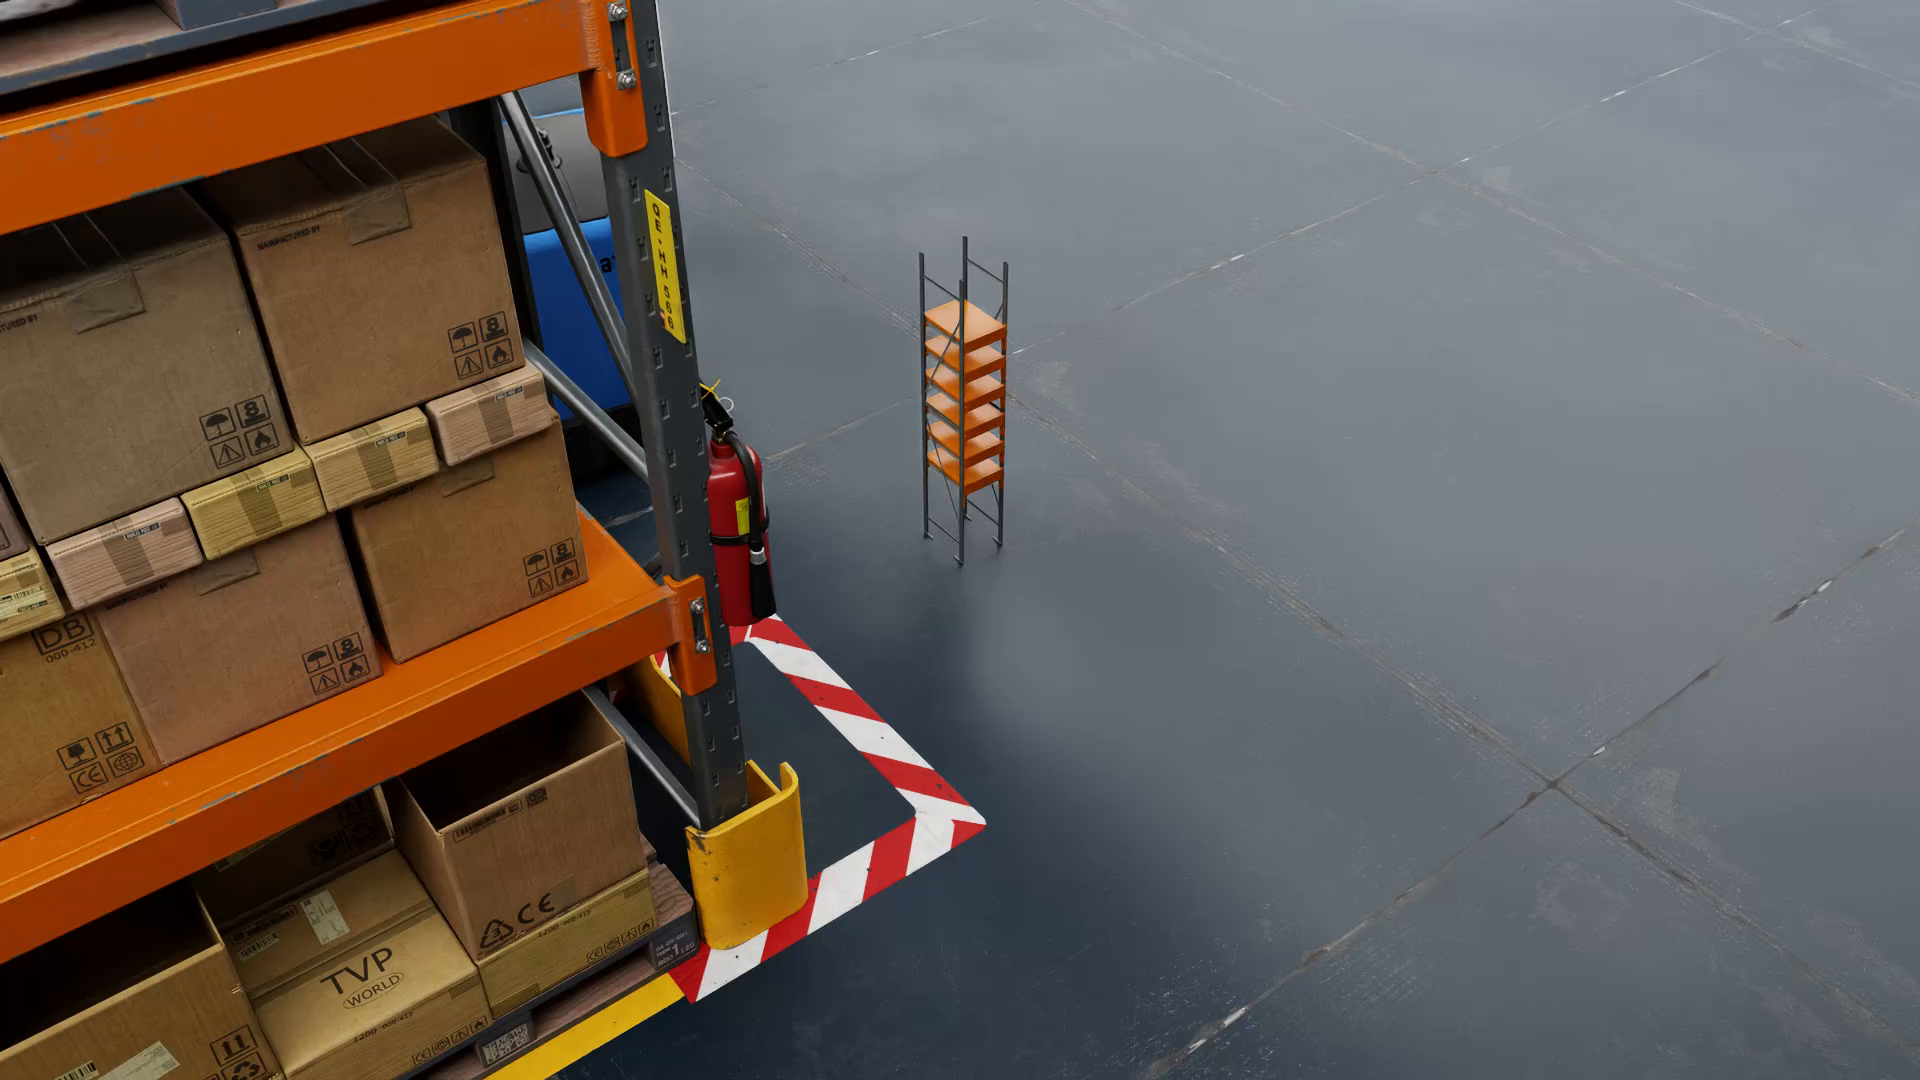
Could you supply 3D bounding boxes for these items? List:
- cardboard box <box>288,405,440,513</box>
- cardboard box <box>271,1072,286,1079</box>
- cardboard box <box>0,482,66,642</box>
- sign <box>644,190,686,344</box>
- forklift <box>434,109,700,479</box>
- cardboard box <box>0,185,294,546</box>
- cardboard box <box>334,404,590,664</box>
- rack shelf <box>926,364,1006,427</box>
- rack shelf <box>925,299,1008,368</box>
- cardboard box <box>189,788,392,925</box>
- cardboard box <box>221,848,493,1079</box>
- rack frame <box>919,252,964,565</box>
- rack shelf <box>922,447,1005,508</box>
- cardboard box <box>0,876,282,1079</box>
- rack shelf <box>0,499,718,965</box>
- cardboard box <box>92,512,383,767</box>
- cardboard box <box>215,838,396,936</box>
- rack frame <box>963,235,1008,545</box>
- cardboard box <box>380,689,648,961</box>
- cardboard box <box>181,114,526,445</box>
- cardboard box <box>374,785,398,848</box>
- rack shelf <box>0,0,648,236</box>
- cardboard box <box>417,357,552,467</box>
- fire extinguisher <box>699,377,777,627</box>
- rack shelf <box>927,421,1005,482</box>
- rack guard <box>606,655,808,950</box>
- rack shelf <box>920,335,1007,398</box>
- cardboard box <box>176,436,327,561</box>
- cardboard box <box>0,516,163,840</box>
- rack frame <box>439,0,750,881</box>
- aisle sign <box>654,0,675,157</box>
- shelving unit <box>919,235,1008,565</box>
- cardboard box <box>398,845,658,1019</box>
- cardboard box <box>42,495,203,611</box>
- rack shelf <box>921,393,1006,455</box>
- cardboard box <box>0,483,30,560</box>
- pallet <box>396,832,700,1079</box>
[{"bbox_3d":[-1.331,-0.252,3.602,0.250,0.149,0.380,-25,45,-27],"label":"cardboard box"},{"bbox_3d":[-1.967,1.342,4.086,0.500,0.250,0.500,-26,46,-28],"label":"cardboard box"},{"bbox_3d":[-1.942,0.045,3.240,0.250,0.149,0.380,-25,45,-27],"label":"cardboard box"},{"bbox_3d":[-0.618,-0.569,3.479,0.005,0.325,0.100,-26,46,-28],"label":"sign"},{"bbox_3d":[-2.581,-1.379,5.620,3.031,2.935,1.130,-17,42,-20],"label":"forklift"},{"bbox_3d":[-1.771,-0.448,3.329,0.500,0.500,0.700,-27,47,-29],"label":"cardboard box"},{"bbox_3d":[-1.315,-0.173,4.017,0.500,0.500,0.700,-26,46,-28],"label":"cardboard box"},{"bbox_3d":[0.011,-0.528,5.828,0.180,0.103,0.258,-26,46,-28],"label":"rack shelf"},{"bbox_3d":[0.011,-0.713,5.676,0.180,0.103,0.258,-26,46,-28],"label":"rack shelf"},{"bbox_3d":[-1.893,0.592,4.408,0.500,0.500,0.500,-26,46,-28],"label":"cardboard box"},{"bbox_3d":[-1.571,1.148,4.323,0.500,0.250,0.500,-26,46,-28],"label":"cardboard box"},{"bbox_3d":[-0.061,-0.434,5.833,0.006,1.200,0.240,-26,46,-28],"label":"rack frame"},{"bbox_3d":[0.011,-0.250,6.057,0.180,0.103,0.258,-26,46,-28],"label":"rack shelf"},{"bbox_3d":[-1.965,1.054,3.846,0.500,0.500,0.500,-26,46,-28],"label":"cardboard box"},{"bbox_3d":[-2.523,0.743,3.546,4.000,0.370,1.077,-26,46,-28],"label":"rack shelf"},{"bbox_3d":[-1.729,0.033,3.766,0.500,0.500,0.700,-25,45,-27],"label":"cardboard box"},{"bbox_3d":[-1.892,0.883,4.645,0.500,0.250,0.500,-26,46,-28],"label":"cardboard box"},{"bbox_3d":[0.084,-0.505,5.919,0.006,1.200,0.240,-26,46,-28],"label":"rack frame"},{"bbox_3d":[-1.181,0.660,4.326,0.500,0.500,0.500,-26,46,-28],"label":"cardboard box"},{"bbox_3d":[-1.357,-0.654,3.580,0.500,0.500,0.700,-26,46,-28],"label":"cardboard box"},{"bbox_3d":[-1.498,0.688,4.883,0.500,0.250,0.500,-26,46,-28],"label":"cardboard box"},{"bbox_3d":[-2.523,-0.417,2.595,4.000,0.370,1.077,-26,46,-28],"label":"rack shelf"},{"bbox_3d":[-1.124,-0.354,3.726,0.250,0.149,0.380,-27,46,-29],"label":"cardboard box"},{"bbox_3d":[-0.560,-0.090,4.056,0.183,0.674,0.296,-26,46,-28],"label":"fire extinguisher"},{"bbox_3d":[0.011,-0.342,5.981,0.180,0.103,0.258,-26,46,-28],"label":"rack shelf"},{"bbox_3d":[-0.918,0.649,5.065,0.348,0.500,1.175,-26,46,-28],"label":"rack guard"},{"bbox_3d":[0.011,-0.621,5.752,0.180,0.103,0.258,-26,46,-28],"label":"rack shelf"},{"bbox_3d":[-1.533,-0.153,3.481,0.250,0.149,0.380,-27,46,-29],"label":"cardboard box"},{"bbox_3d":[-2.126,0.222,3.536,0.500,0.500,0.700,-26,46,-28],"label":"cardboard box"},{"bbox_3d":[-0.937,-0.308,4.260,0.127,3.000,1.000,-26,46,-28],"label":"rack frame"},{"bbox_3d":[-0.706,-1.191,3.287,0.004,0.787,0.394,-26,46,-28],"label":"aisle sign"},{"bbox_3d":[0.011,-0.469,5.876,0.189,1.200,0.258,-26,46,-28],"label":"shelving unit"},{"bbox_3d":[-1.182,0.949,4.565,0.500,0.250,0.500,-26,46,-28],"label":"cardboard box"},{"bbox_3d":[-1.734,-0.057,3.364,0.250,0.149,0.380,-25,46,-28],"label":"cardboard box"},{"bbox_3d":[0.011,-0.435,5.904,0.180,0.103,0.258,-26,46,-28],"label":"rack shelf"},{"bbox_3d":[-2.170,-0.253,3.091,0.500,0.500,0.700,-26,46,-28],"label":"cardboard box"},{"bbox_3d":[-1.518,1.087,4.759,1.213,0.211,1.003,-26,46,-28],"label":"pallet"}]
